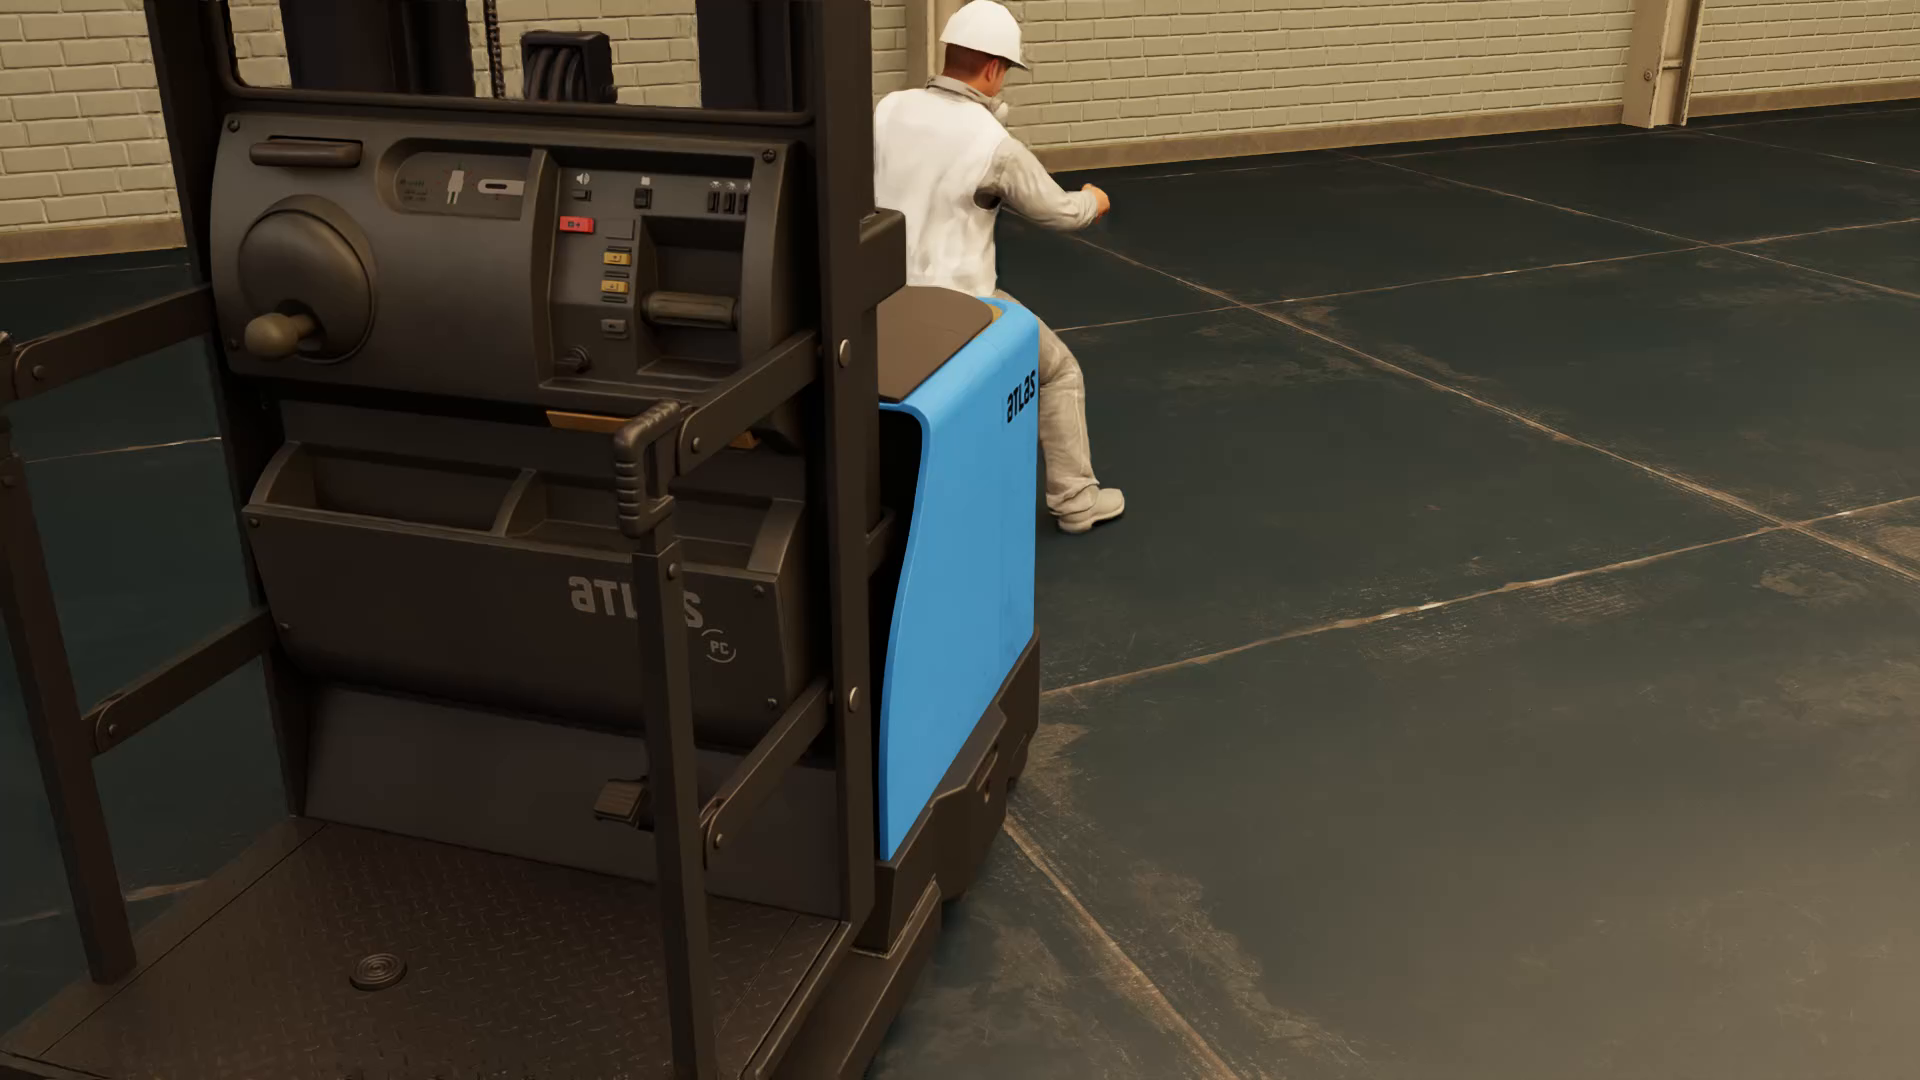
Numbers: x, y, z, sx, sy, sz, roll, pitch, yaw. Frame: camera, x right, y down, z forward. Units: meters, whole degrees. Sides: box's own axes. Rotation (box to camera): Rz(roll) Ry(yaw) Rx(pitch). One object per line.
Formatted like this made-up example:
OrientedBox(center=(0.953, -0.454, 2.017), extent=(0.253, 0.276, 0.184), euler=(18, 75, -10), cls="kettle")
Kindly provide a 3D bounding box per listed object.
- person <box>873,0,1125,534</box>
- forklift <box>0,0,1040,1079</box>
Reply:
OrientedBox(center=(0.050, -0.857, 5.131), extent=(0.953, 1.568, 0.782), euler=(15, 27, 32), cls="person")
OrientedBox(center=(-0.750, -0.392, 2.230), extent=(1.130, 2.935, 3.031), euler=(7, 24, 16), cls="forklift")
